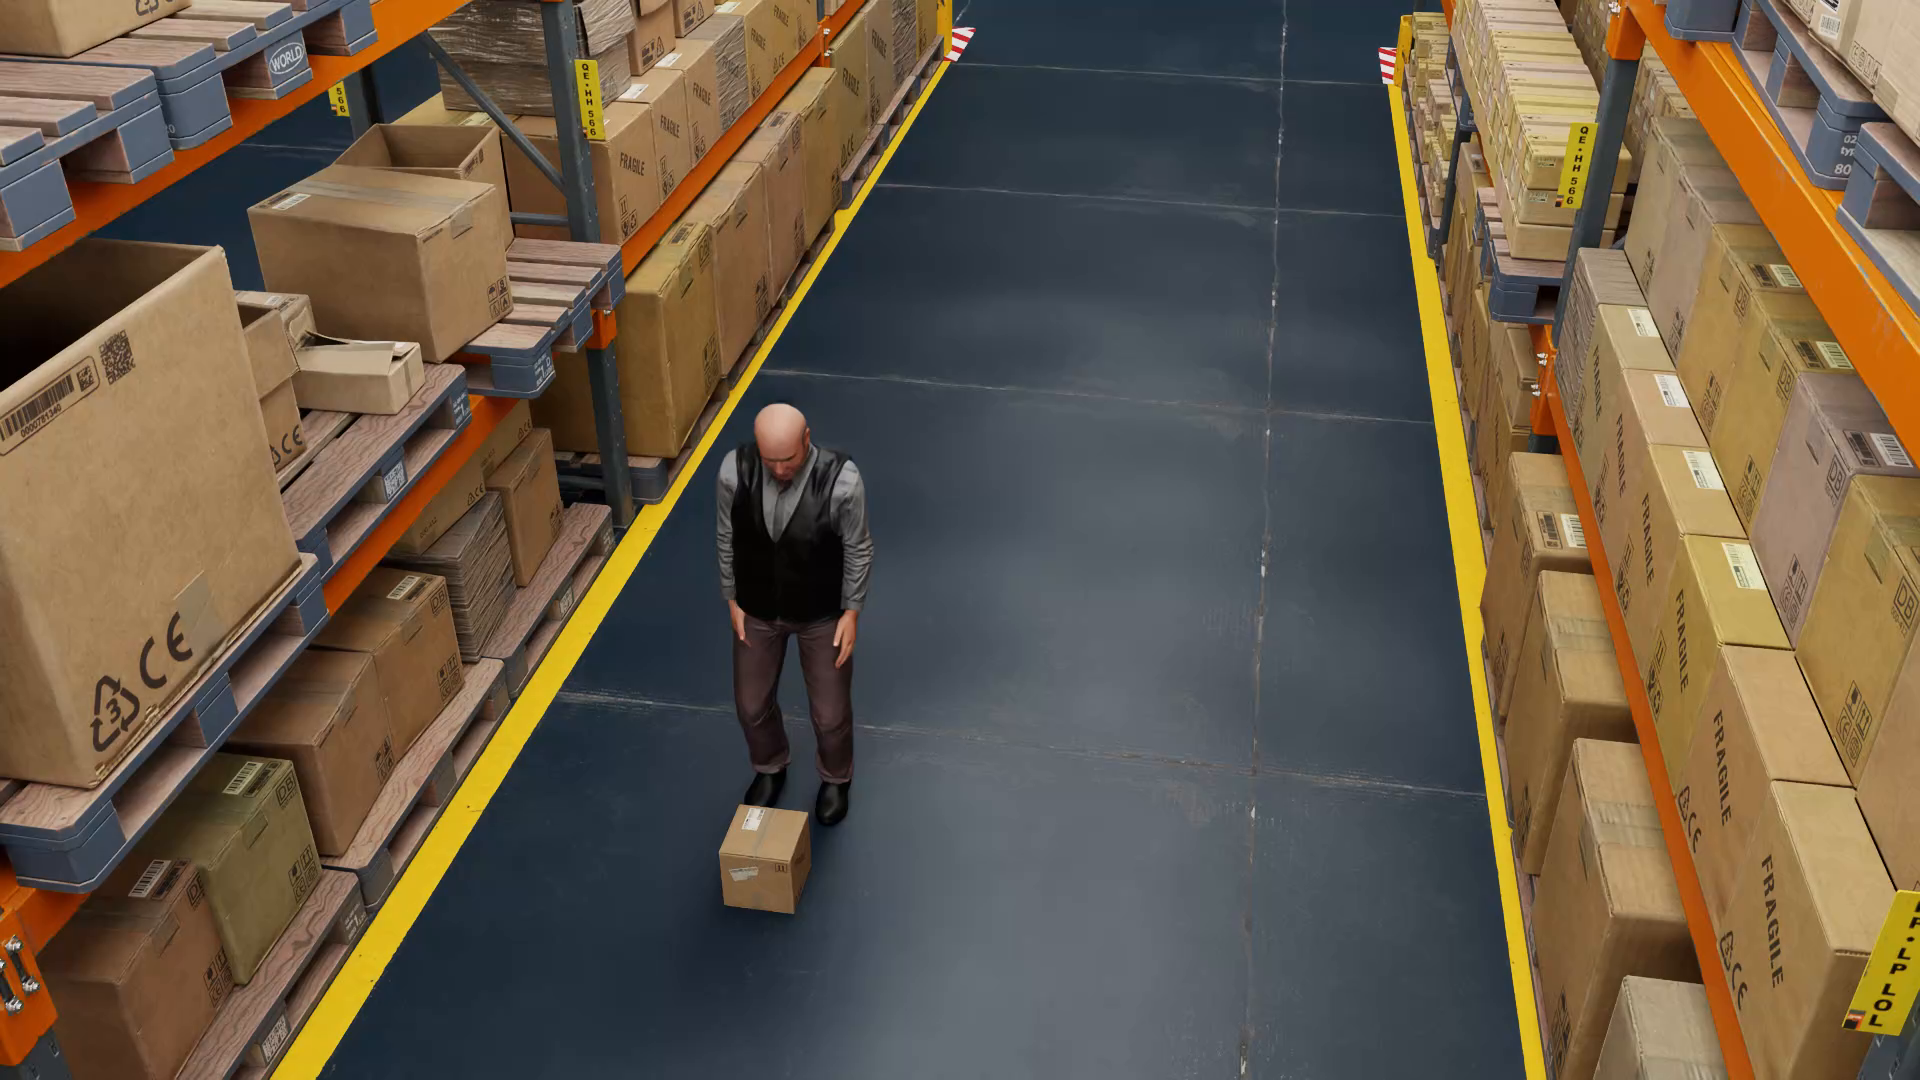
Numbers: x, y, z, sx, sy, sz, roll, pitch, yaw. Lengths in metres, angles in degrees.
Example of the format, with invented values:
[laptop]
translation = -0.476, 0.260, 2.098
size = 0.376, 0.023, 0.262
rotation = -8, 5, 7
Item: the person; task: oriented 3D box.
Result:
[person]
translation = -0.563, 0.247, 5.811
size = 0.552, 1.686, 0.410
rotation = 6, 33, 9
